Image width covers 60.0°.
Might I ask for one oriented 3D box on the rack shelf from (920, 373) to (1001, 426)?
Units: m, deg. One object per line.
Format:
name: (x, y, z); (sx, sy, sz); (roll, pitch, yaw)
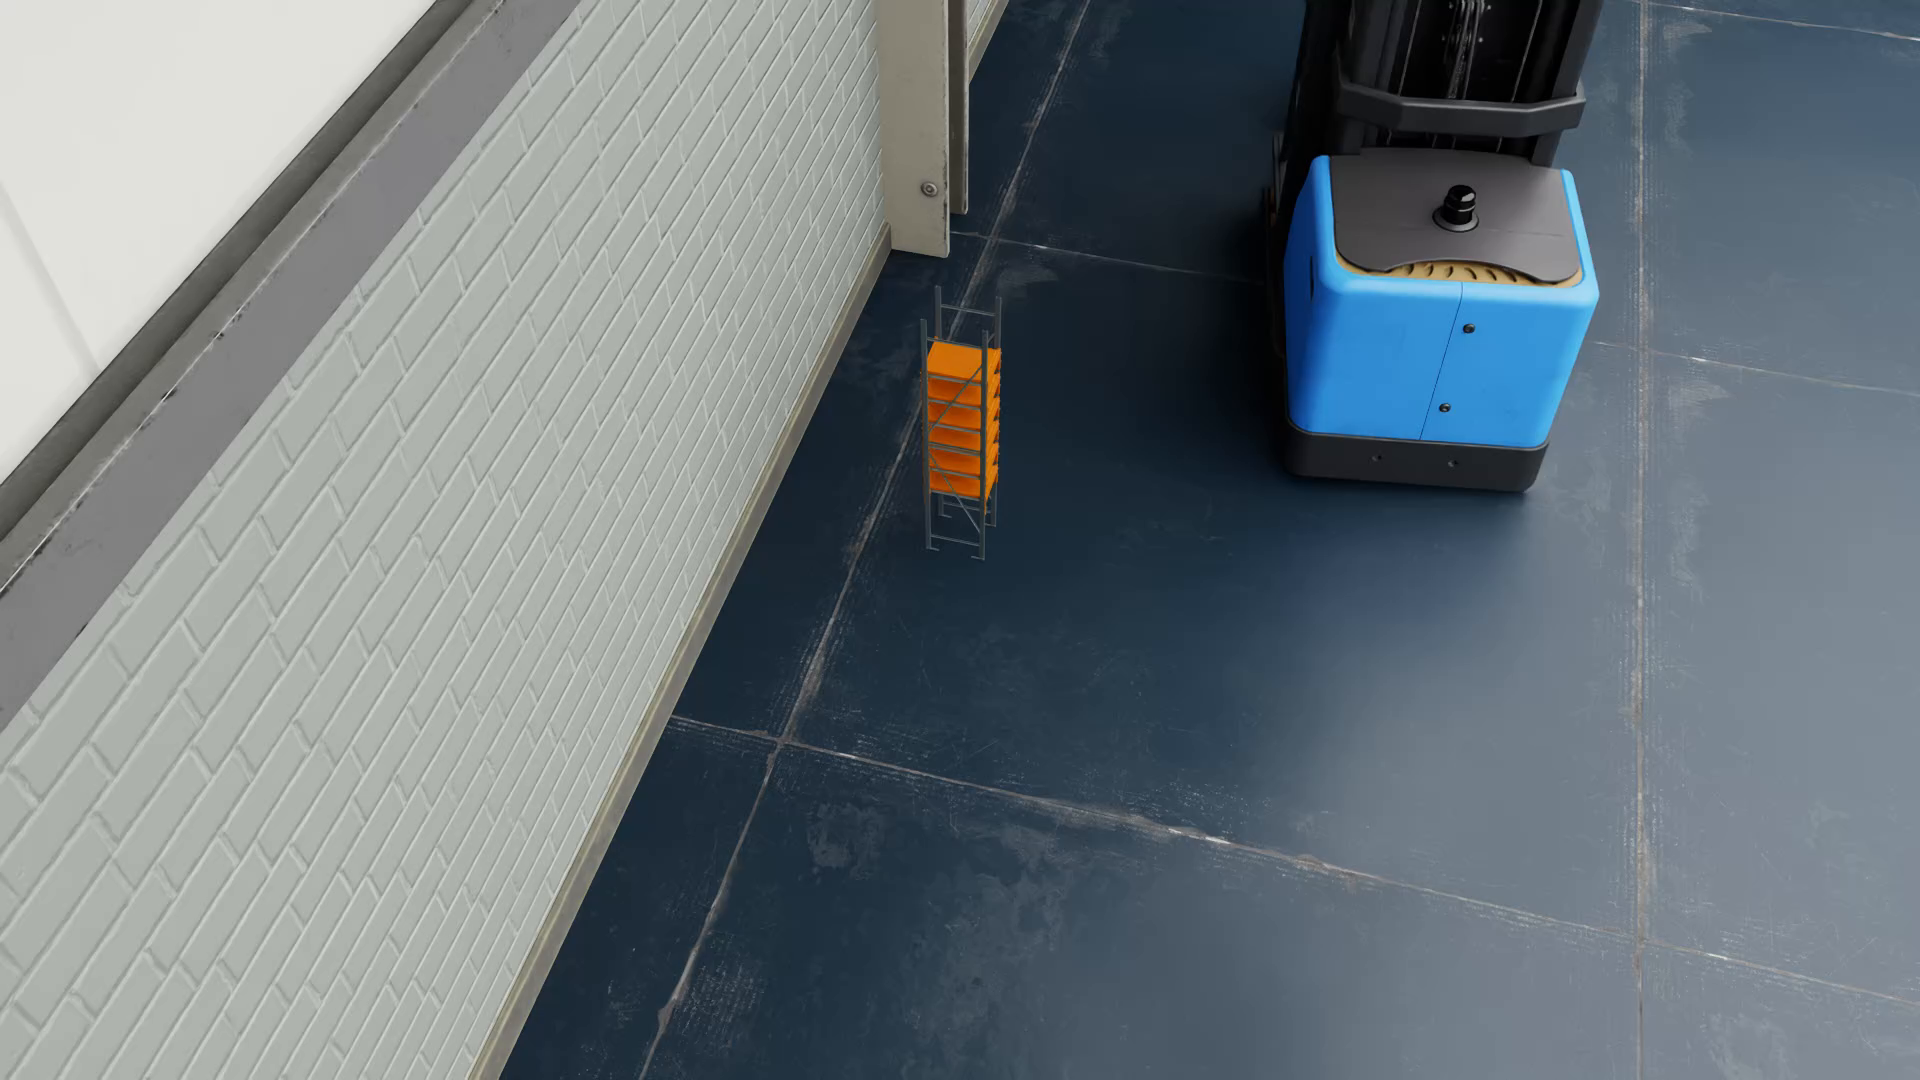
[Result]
rack shelf: (0.004, -0.537, 6.082); (0.258, 0.103, 0.180); (12, 50, 10)

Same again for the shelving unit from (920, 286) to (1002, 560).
shelving unit: (0.004, -0.407, 6.228); (0.258, 1.200, 0.189); (12, 50, 10)

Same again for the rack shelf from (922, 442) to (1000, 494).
rack shelf: (0.004, -0.299, 6.352); (0.258, 0.103, 0.180); (12, 50, 10)

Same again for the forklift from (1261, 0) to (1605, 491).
forklift: (1.981, -2.281, 6.727); (1.130, 2.935, 3.031); (4, 49, 4)

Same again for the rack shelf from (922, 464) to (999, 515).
rack shelf: (0.004, -0.219, 6.442); (0.258, 0.103, 0.180); (12, 50, 10)

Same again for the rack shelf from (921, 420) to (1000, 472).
rack shelf: (0.004, -0.378, 6.262); (0.258, 0.103, 0.180); (12, 50, 10)

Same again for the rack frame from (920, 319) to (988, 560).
rack frame: (-0.020, -0.341, 6.170); (0.240, 1.200, 0.006); (12, 50, 10)

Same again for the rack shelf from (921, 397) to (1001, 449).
rack shelf: (0.004, -0.458, 6.172); (0.258, 0.103, 0.180); (12, 50, 10)

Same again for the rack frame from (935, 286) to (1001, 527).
rack frame: (0.028, -0.474, 6.287); (0.240, 1.200, 0.006); (12, 50, 10)

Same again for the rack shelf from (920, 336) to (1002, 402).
rack shelf: (0.004, -0.616, 5.992); (0.258, 0.103, 0.180); (12, 50, 10)

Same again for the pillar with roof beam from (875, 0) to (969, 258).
pillar with roof beam: (3.993, -3.632, 3.872); (9.100, 9.000, 0.400); (12, 50, 10)
